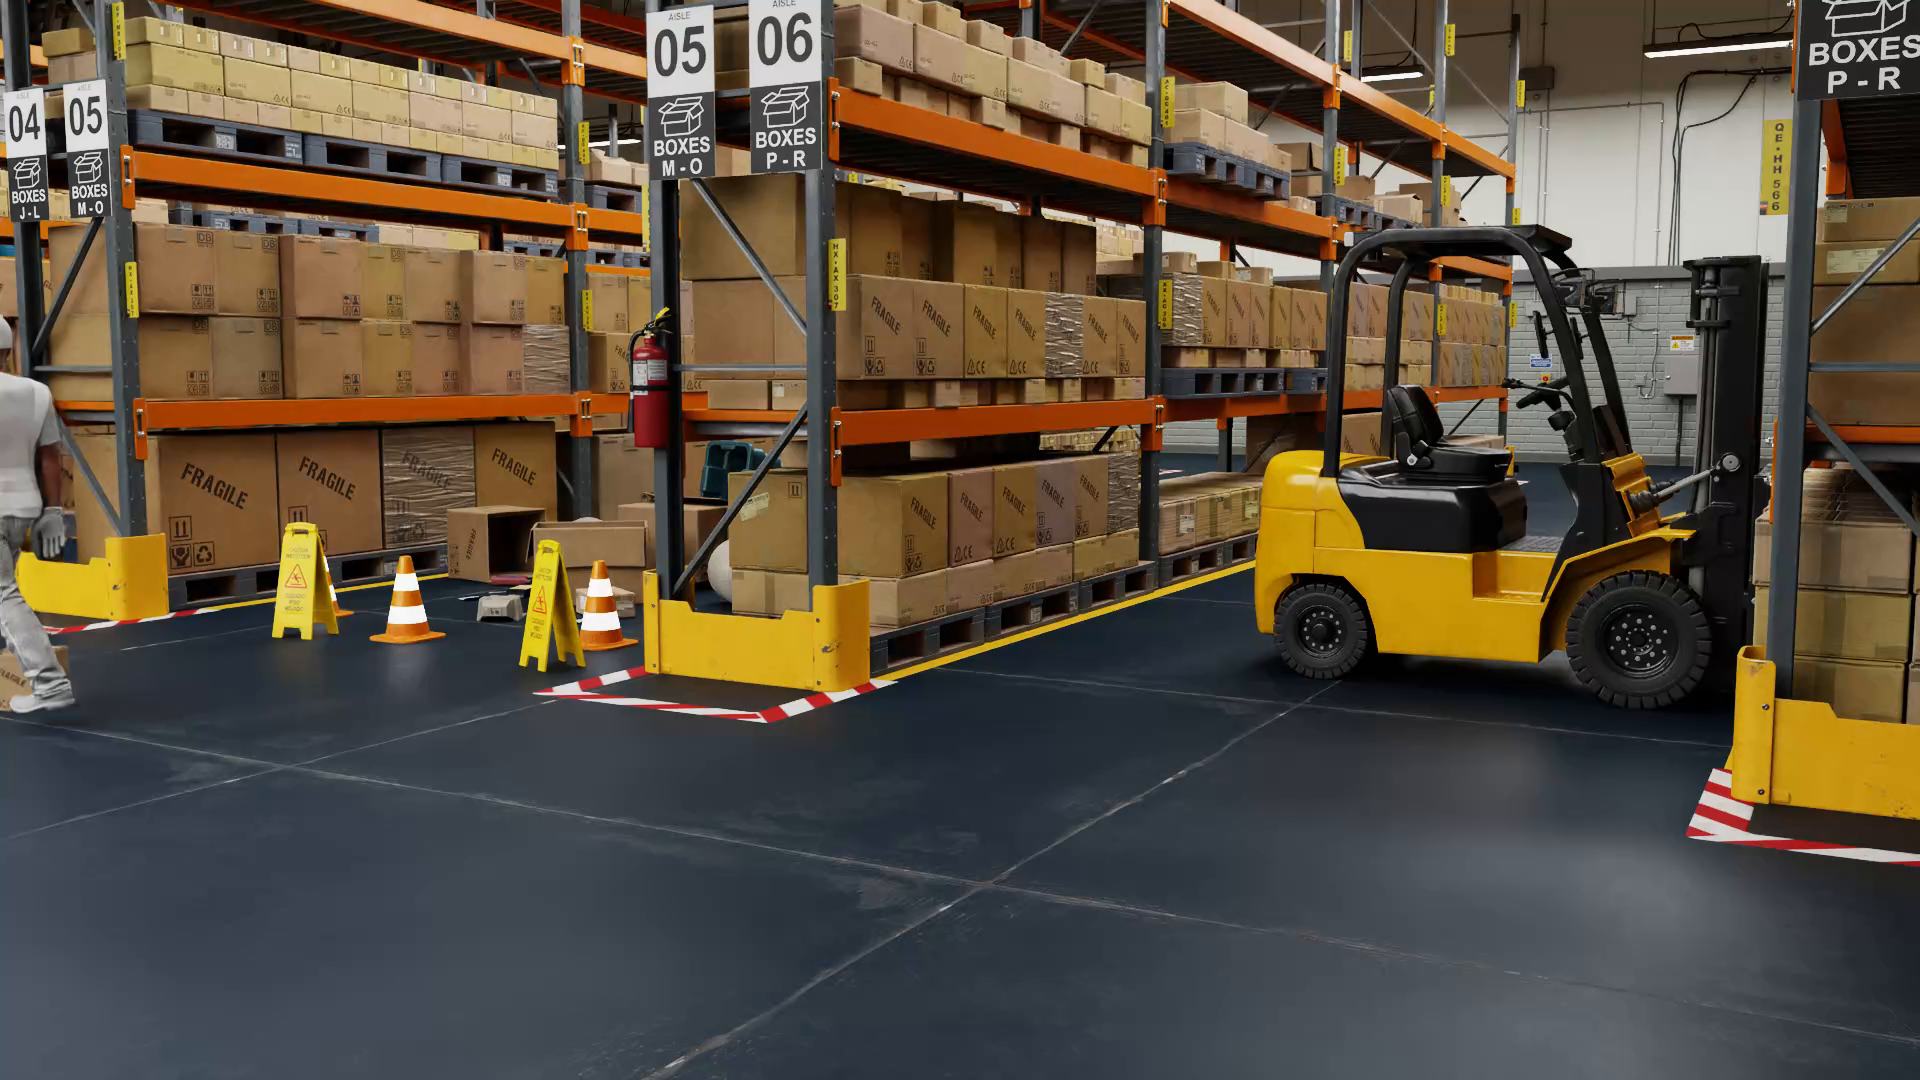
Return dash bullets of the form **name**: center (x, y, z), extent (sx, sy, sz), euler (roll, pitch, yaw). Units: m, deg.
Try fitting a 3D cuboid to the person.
- **person**: center (-4.224, -0.118, 7.120), extent (1.058, 1.734, 0.552), euler (2, 6, 19)
